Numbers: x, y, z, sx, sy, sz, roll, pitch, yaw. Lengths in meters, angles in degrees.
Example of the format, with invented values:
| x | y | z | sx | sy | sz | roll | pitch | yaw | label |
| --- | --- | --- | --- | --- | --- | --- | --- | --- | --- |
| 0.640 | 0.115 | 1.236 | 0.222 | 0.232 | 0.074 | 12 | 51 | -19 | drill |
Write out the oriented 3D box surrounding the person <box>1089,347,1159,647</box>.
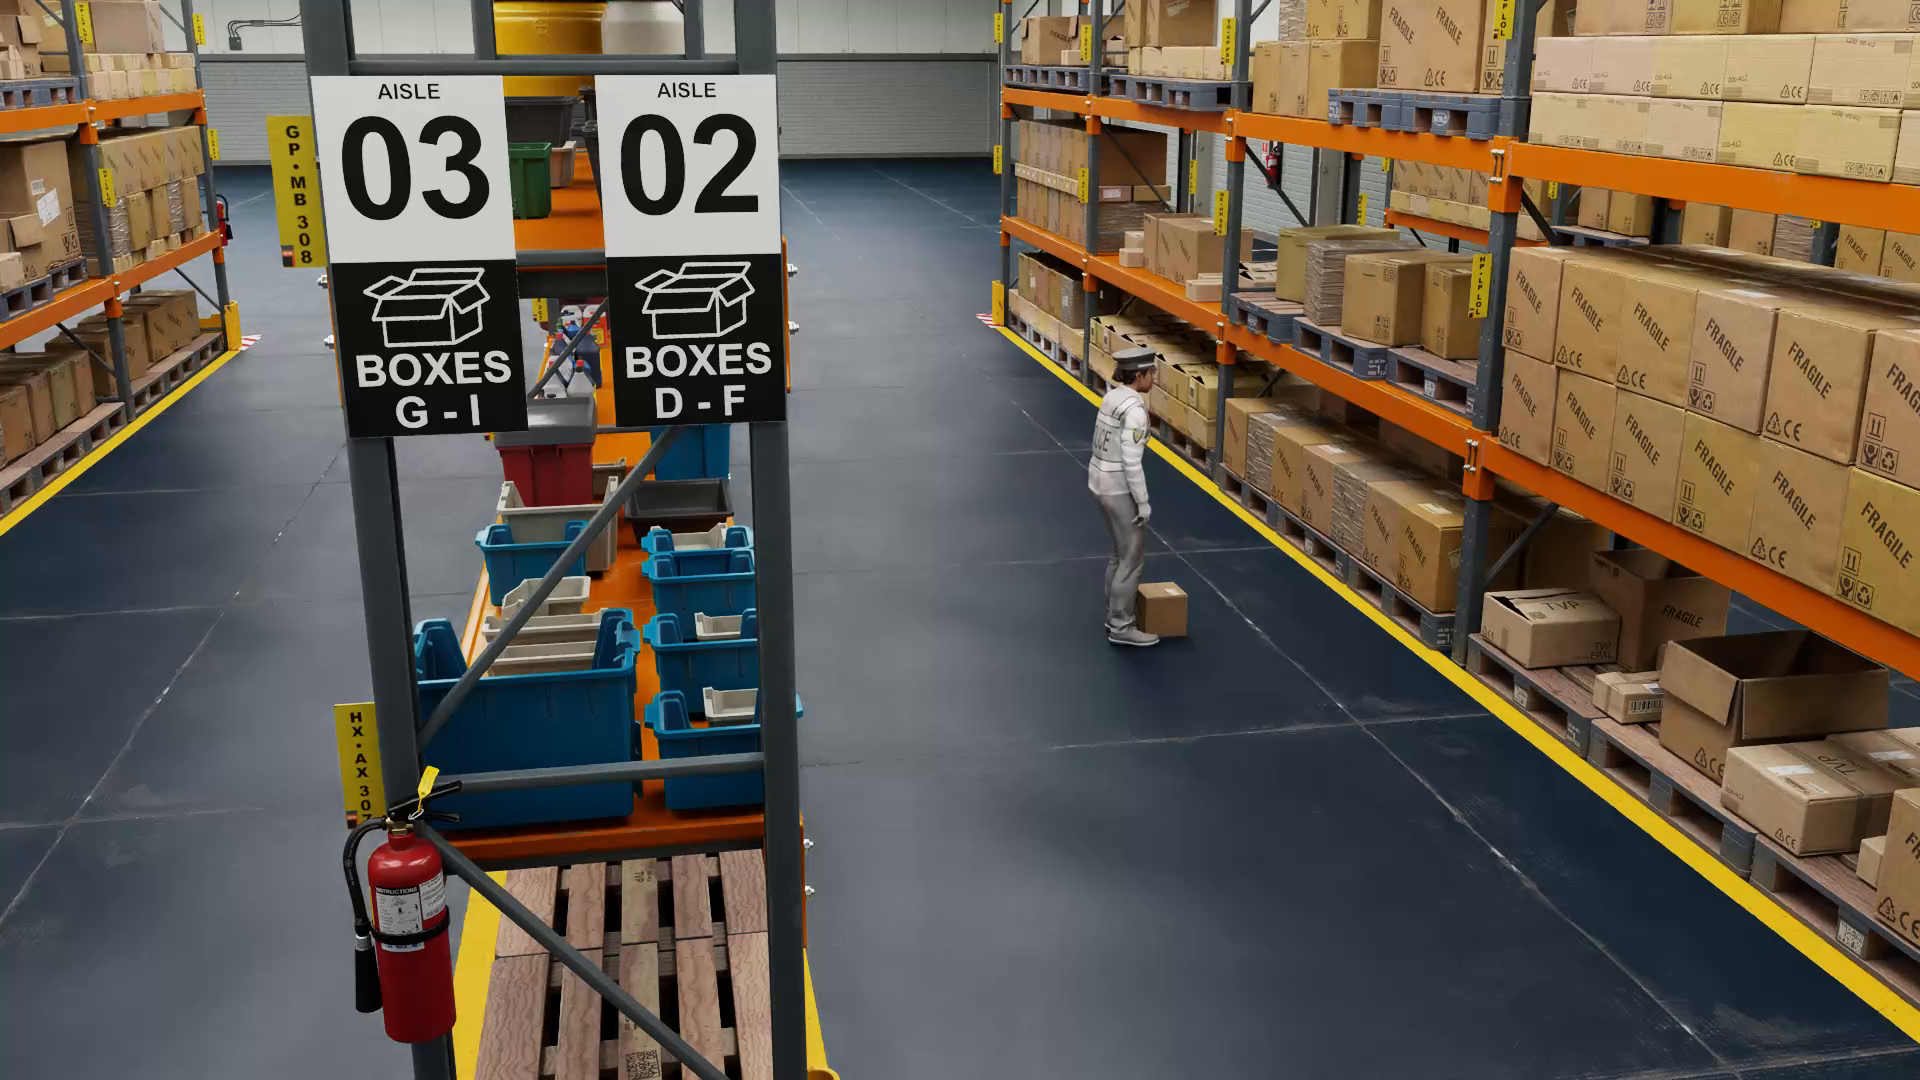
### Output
| x | y | z | sx | sy | sz | roll | pitch | yaw | label |
| --- | --- | --- | --- | --- | --- | --- | --- | --- | --- |
| 0.941 | -0.259 | 9.405 | 0.406 | 1.664 | 0.540 | -4 | 17 | -12 | person |
